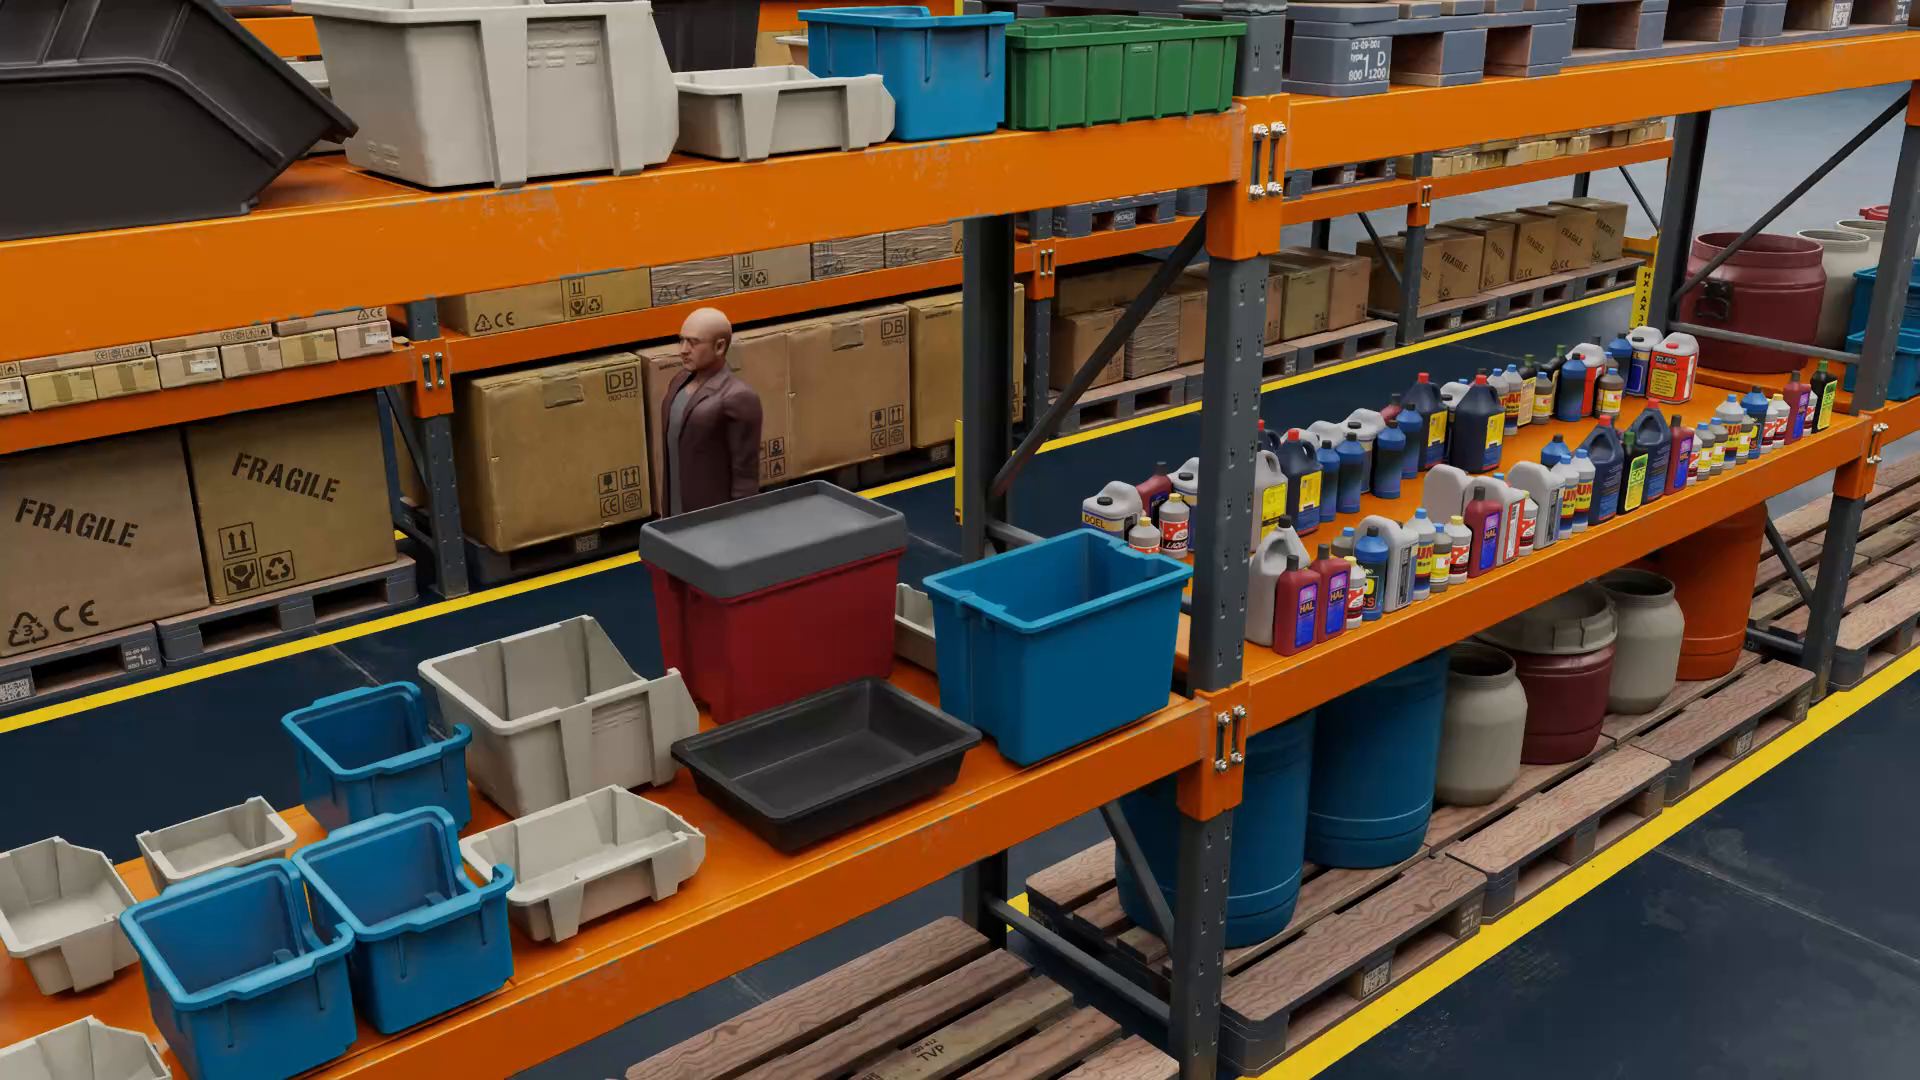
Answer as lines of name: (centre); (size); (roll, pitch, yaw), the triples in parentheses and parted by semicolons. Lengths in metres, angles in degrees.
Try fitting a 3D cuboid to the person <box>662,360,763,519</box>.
person: (-1.026, -0.277, 6.687); (0.323, 0.912, 0.581); (-16, 26, -37)
